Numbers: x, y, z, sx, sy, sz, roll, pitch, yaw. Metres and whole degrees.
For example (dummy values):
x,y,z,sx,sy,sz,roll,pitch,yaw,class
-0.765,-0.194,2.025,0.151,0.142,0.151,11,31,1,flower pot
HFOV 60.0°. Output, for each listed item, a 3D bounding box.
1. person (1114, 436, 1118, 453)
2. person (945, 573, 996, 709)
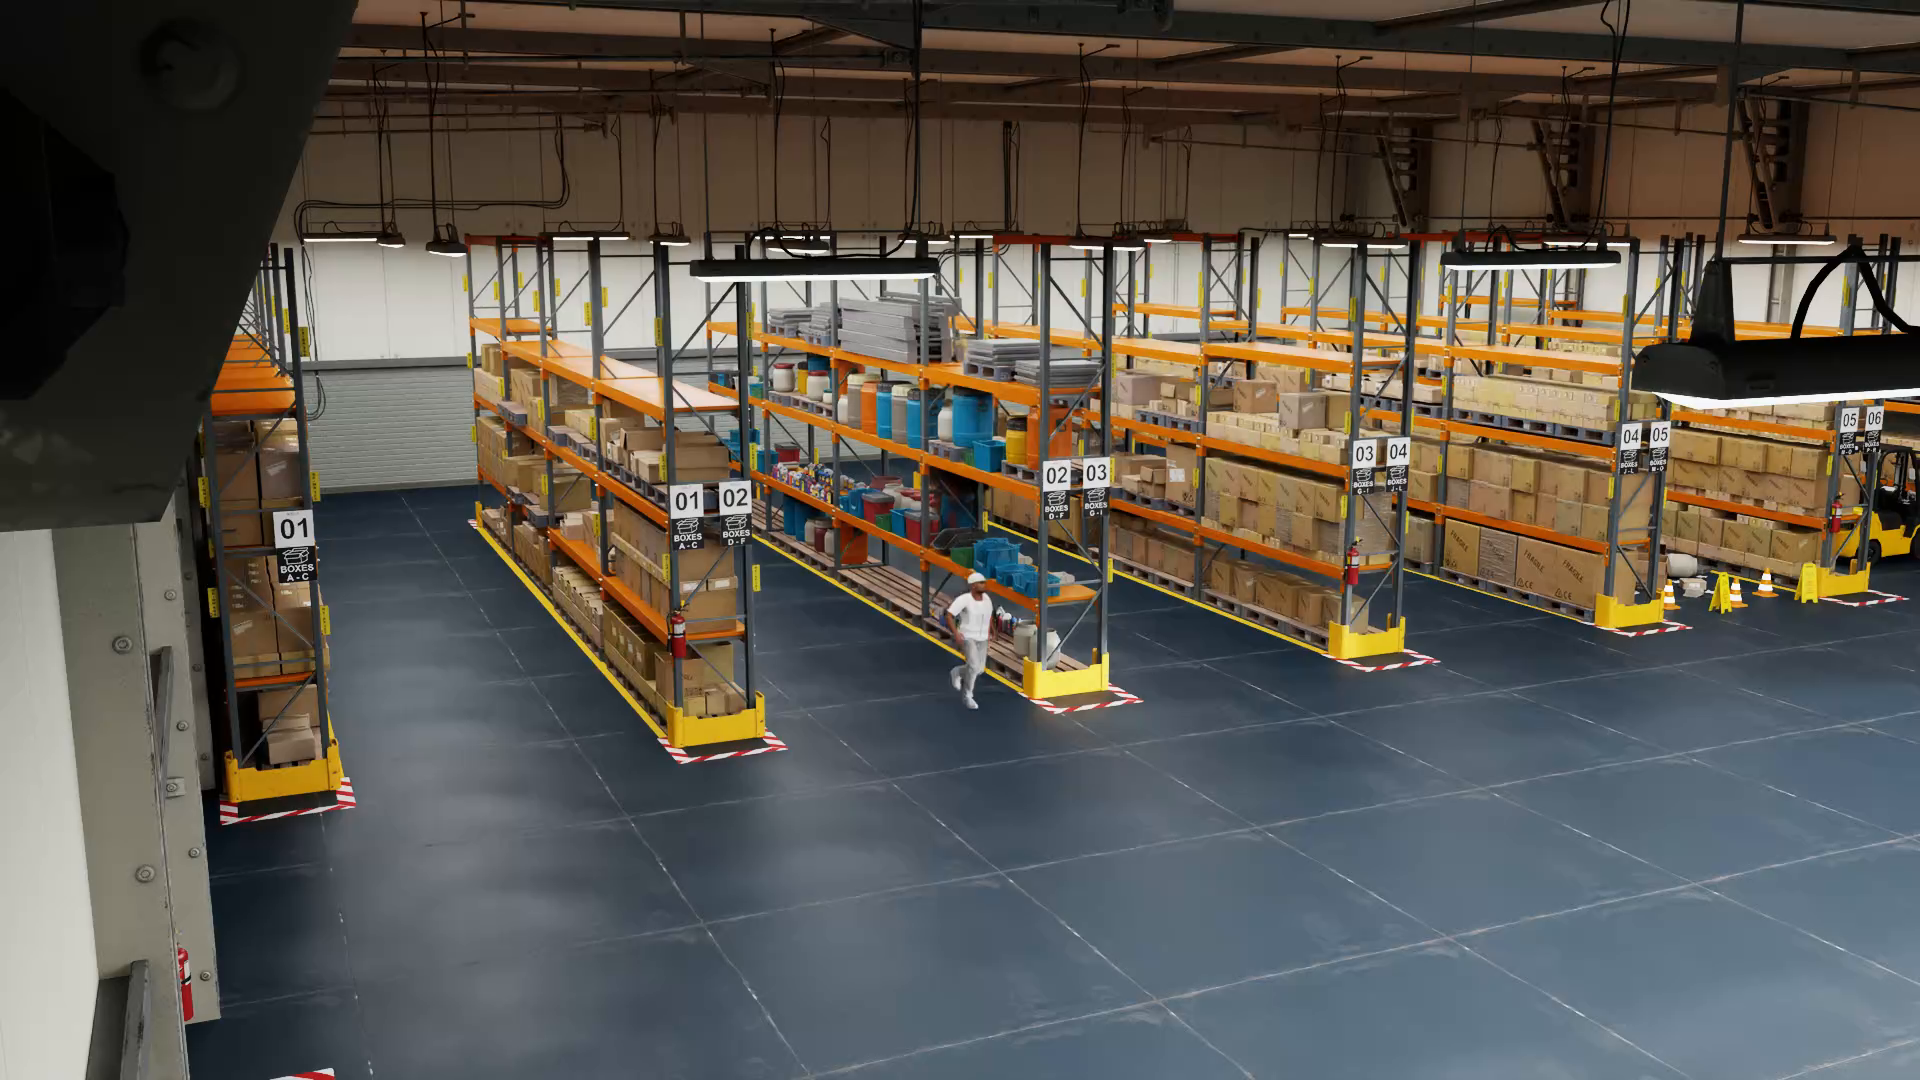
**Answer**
x,y,z,sx,sy,sz,roll,pitch,yaw,class
3.725,-2.556,41.890,0.935,1.612,0.622,4,12,18,person
0.149,1.280,21.813,0.743,1.731,0.691,-9,14,-38,person
